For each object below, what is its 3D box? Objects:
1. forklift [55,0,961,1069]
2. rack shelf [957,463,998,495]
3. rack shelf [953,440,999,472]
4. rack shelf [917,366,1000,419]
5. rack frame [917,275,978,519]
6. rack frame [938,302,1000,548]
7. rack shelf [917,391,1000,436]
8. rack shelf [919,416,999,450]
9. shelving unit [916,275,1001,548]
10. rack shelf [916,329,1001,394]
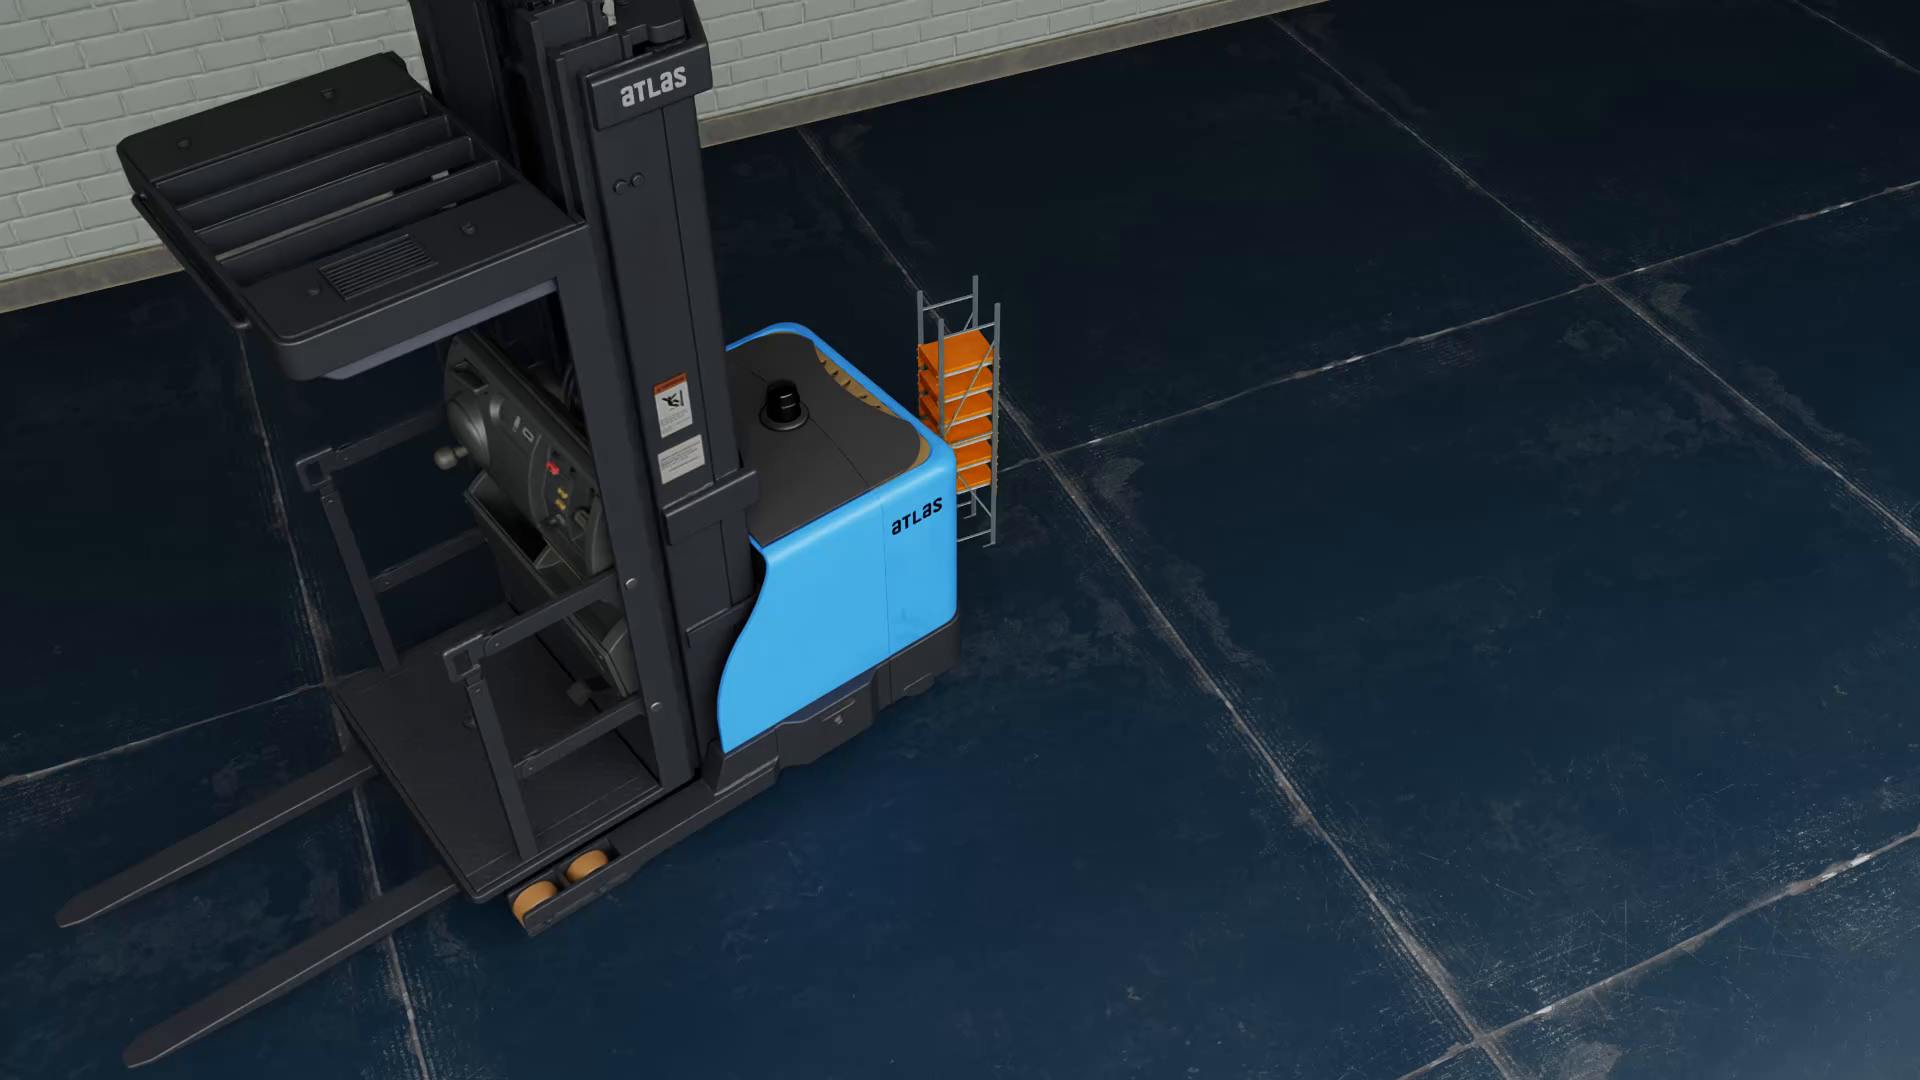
[{"bbox_3d":[-1.463,-0.186,4.851,3.031,2.935,1.130,-29,52,-26],"label":"forklift"},{"bbox_3d":[-0.006,-0.234,6.538,0.258,0.103,0.180,-18,47,-17],"label":"rack shelf"},{"bbox_3d":[-0.006,-0.319,6.453,0.258,0.103,0.180,-18,47,-17],"label":"rack shelf"},{"bbox_3d":[-0.006,-0.576,6.201,0.258,0.103,0.180,-18,47,-17],"label":"rack shelf"},{"bbox_3d":[-0.045,-0.495,6.397,0.240,1.200,0.006,-18,47,-17],"label":"rack frame"},{"bbox_3d":[0.032,-0.378,6.279,0.240,1.200,0.006,-18,47,-17],"label":"rack frame"},{"bbox_3d":[-0.006,-0.490,6.285,0.258,0.103,0.180,-18,47,-17],"label":"rack shelf"},{"bbox_3d":[-0.006,-0.405,6.369,0.258,0.103,0.180,-18,47,-17],"label":"rack shelf"},{"bbox_3d":[-0.006,-0.436,6.338,0.258,1.200,0.189,-18,47,-17],"label":"shelving unit"},{"bbox_3d":[-0.006,-0.661,6.116,0.258,0.103,0.180,-18,47,-17],"label":"rack shelf"}]
